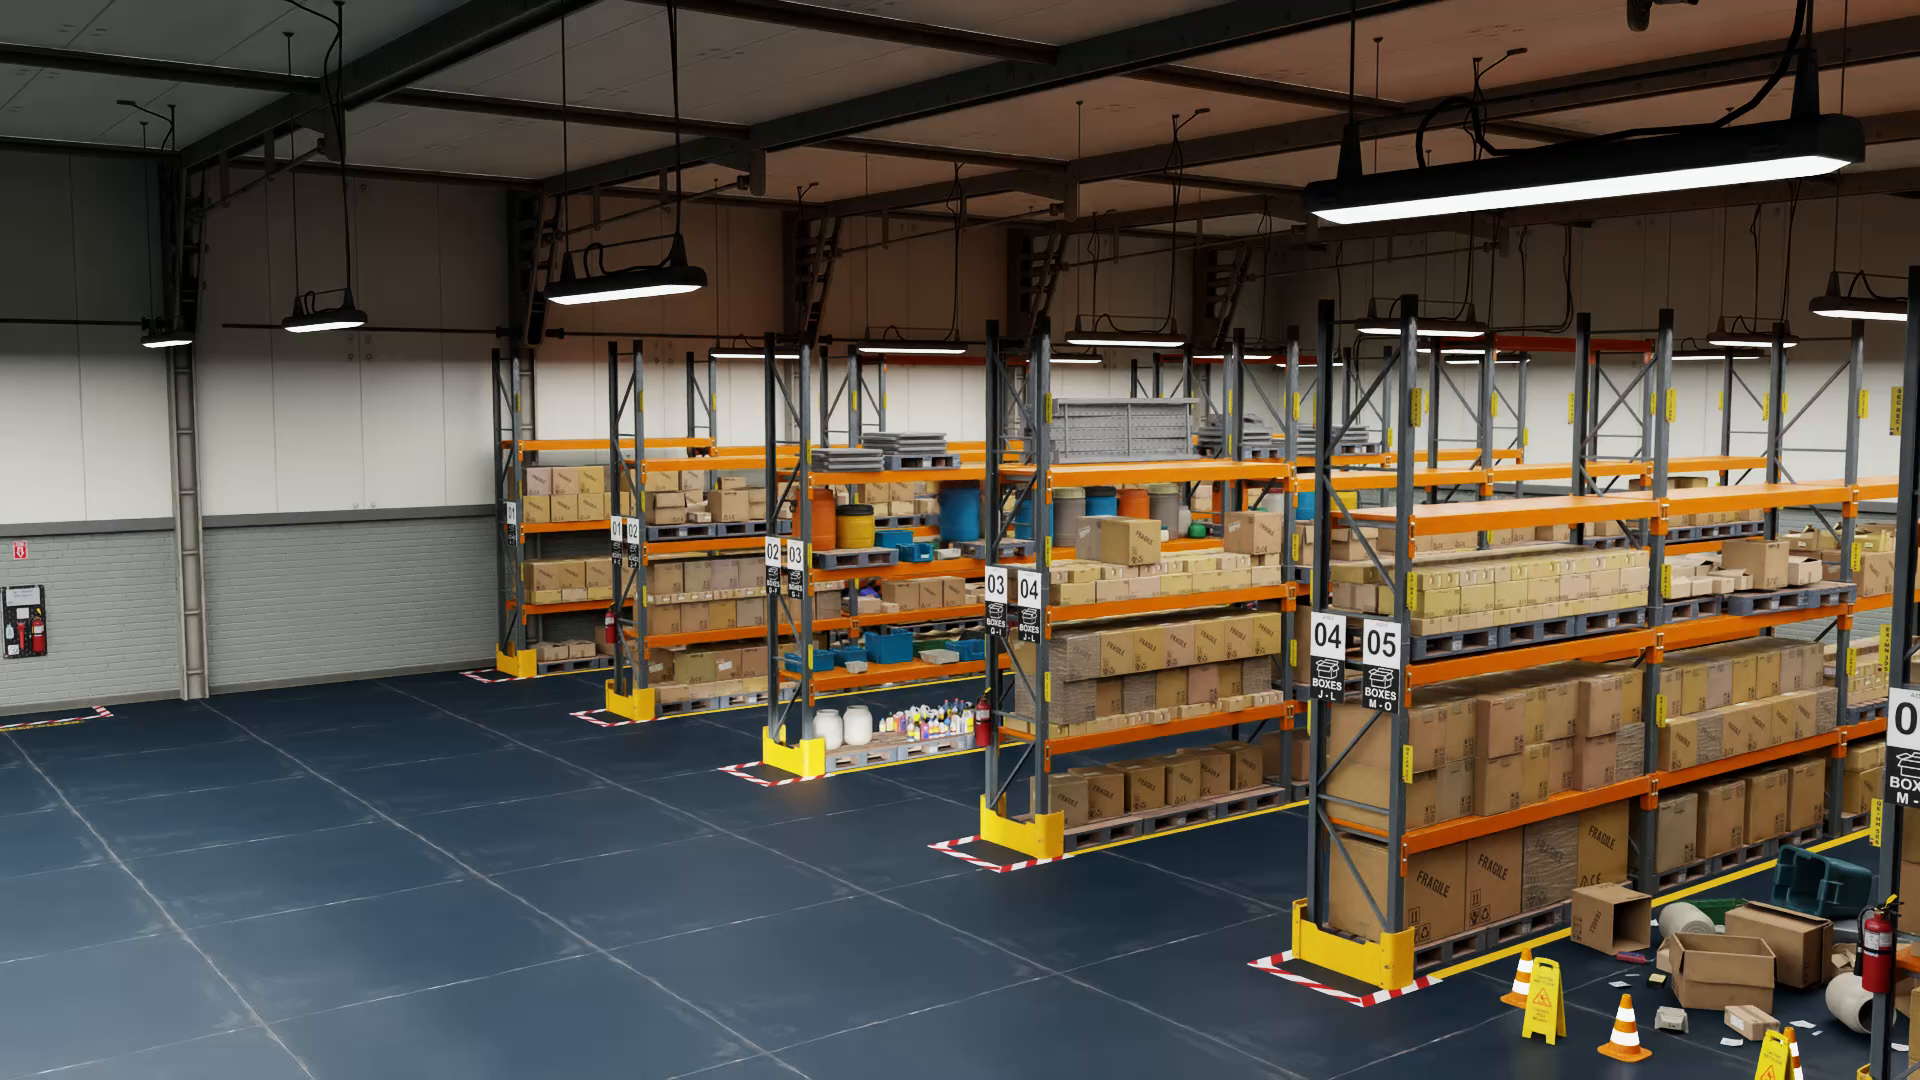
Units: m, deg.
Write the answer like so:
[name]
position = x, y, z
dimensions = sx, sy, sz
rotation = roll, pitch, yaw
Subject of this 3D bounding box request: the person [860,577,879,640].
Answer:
[person]
position = -1.767, 1.532, 31.973
dimensions = 0.491, 1.643, 0.437
rotation = 4, 7, 40
